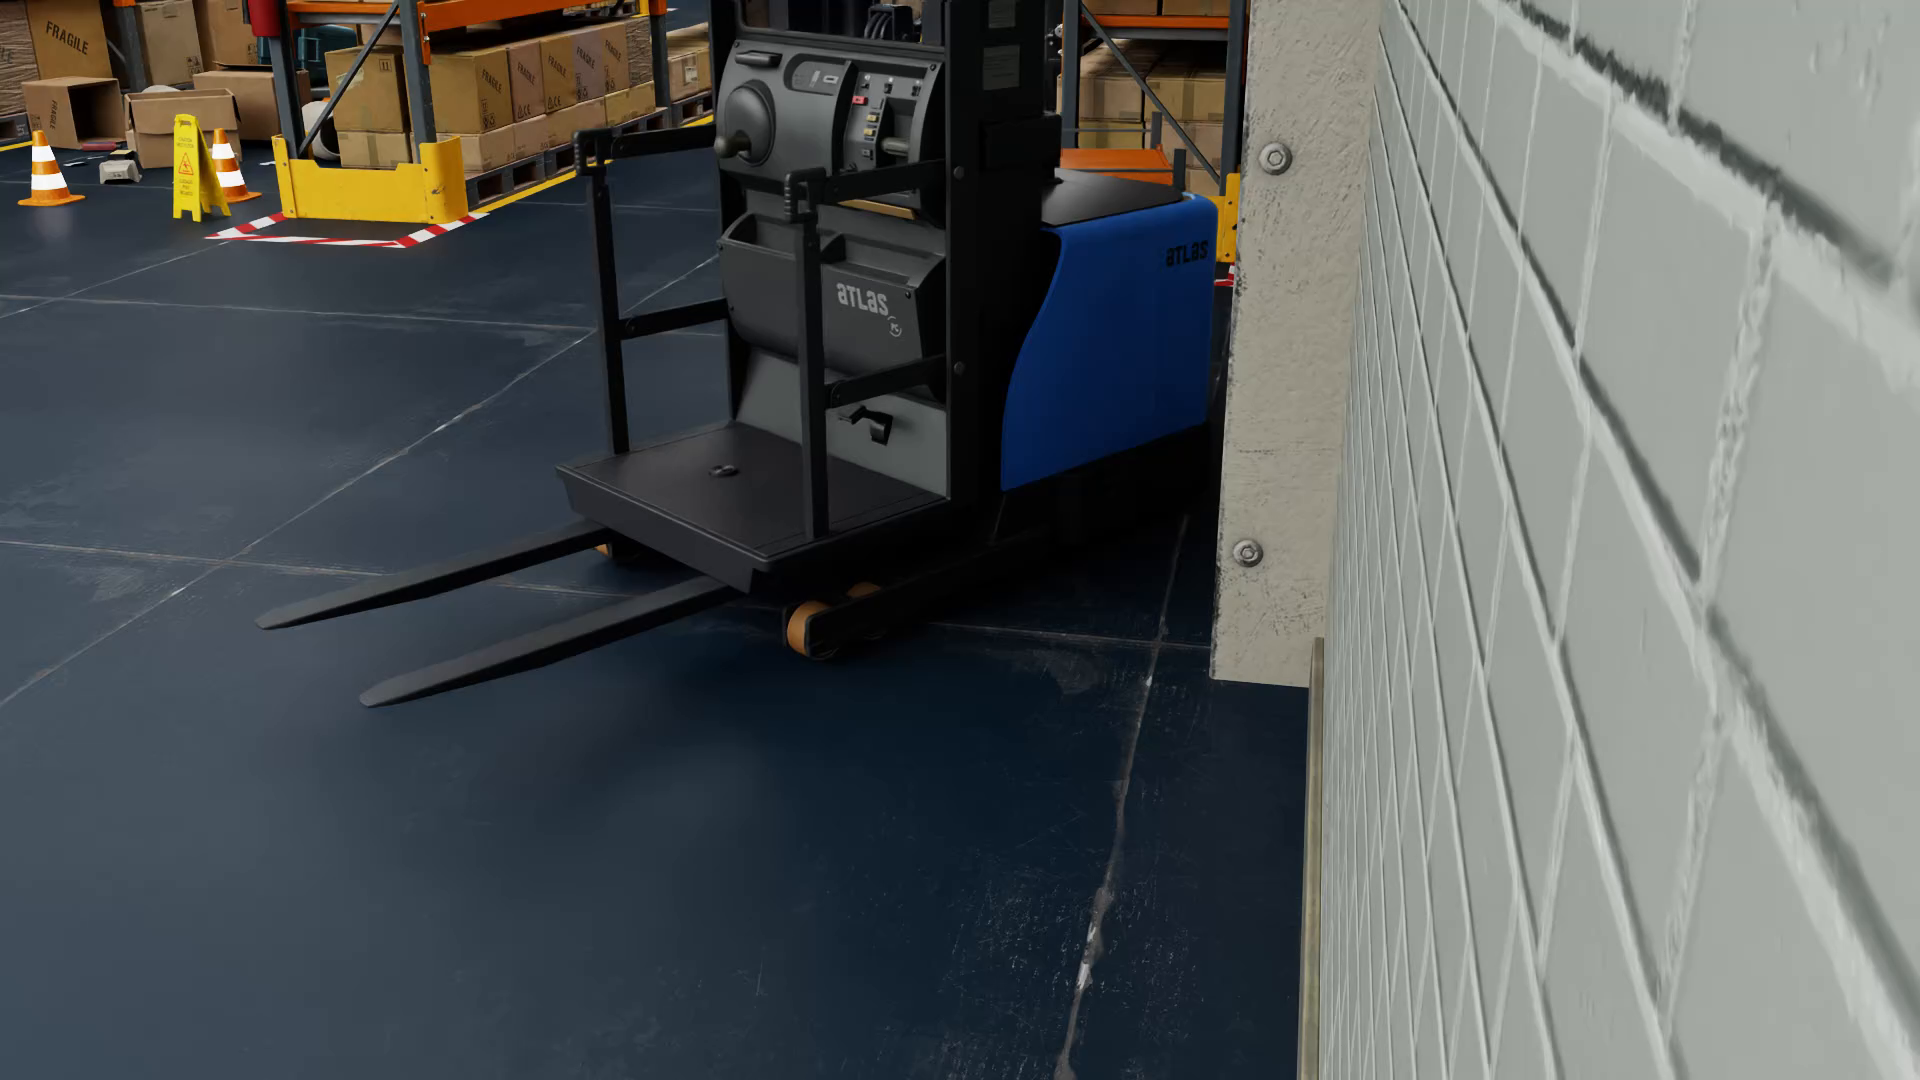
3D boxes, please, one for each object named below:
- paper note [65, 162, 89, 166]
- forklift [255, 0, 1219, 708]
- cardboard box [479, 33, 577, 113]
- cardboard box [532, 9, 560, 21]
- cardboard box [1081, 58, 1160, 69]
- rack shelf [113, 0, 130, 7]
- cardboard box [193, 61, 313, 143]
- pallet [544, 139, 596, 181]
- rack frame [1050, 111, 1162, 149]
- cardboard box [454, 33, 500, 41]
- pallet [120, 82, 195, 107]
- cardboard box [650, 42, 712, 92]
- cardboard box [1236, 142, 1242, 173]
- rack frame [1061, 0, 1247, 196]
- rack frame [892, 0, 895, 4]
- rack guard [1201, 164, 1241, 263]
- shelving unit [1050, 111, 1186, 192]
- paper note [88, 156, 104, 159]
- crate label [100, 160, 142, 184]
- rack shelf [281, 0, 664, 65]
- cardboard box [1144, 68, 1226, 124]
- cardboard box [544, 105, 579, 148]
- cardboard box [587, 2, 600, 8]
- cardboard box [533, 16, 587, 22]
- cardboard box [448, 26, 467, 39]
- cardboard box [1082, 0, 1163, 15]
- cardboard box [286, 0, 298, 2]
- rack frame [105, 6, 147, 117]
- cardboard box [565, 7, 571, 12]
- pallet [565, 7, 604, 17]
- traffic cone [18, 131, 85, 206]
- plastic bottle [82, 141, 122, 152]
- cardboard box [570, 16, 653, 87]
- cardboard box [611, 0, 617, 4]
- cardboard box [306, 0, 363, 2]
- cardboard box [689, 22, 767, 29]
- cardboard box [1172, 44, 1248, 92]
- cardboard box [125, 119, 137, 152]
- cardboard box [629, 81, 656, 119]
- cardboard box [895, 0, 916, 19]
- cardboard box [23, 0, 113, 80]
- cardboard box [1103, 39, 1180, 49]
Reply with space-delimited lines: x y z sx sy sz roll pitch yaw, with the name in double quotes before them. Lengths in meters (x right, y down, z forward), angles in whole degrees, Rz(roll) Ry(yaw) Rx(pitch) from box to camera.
"paper note" -6.675 -2.847 12.564 0.144 0.017 0.142 13 25 29
"forklift" -0.546 -1.238 4.684 3.031 2.935 1.130 -20 29 -40
"cardboard box" -3.130 -3.380 12.026 0.500 0.500 0.500 5 22 12
"cardboard box" -3.435 -4.251 13.319 0.380 0.149 0.250 5 22 12
"cardboard box" 0.965 -2.842 10.354 0.500 0.250 0.500 5 22 12
"rack shelf" -8.240 -4.194 12.895 1.077 0.370 4.000 4 22 11
"cardboard box" -5.719 -3.539 13.466 0.797 0.637 0.503 4 22 11
"pallet" -3.315 -2.930 12.525 1.003 0.211 1.213 4 22 11
"rack frame" 0.600 -1.283 7.212 0.500 1.125 0.032 1 22 1
"cardboard box" -3.661 -3.411 12.103 0.500 0.500 0.500 4 22 10
"pallet" -7.749 -4.254 15.813 1.003 0.211 1.213 4 22 11
"cardboard box" -2.718 -4.350 15.275 0.950 0.372 0.625 6 23 14
"cardboard box" 1.499 -2.346 10.461 0.500 0.250 0.500 5 22 11
"rack frame" 1.078 -3.079 9.163 1.000 3.000 0.127 4 22 11
"rack frame" -1.333 -7.845 20.997 1.000 3.000 0.127 4 22 11
"rack guard" 1.073 -1.911 9.609 1.175 0.500 0.348 4 22 11
"shelving unit" 0.587 -1.093 6.741 0.538 1.125 1.048 1 22 1
"paper note" -6.687 -2.960 12.868 0.032 0.001 0.123 18 28 38
"crate label" -6.013 -2.636 11.896 0.250 0.136 0.298 -7 23 -17
"rack shelf" -3.374 -3.854 12.050 1.077 0.370 4.000 4 22 11
"cardboard box" 1.361 -2.624 9.812 0.500 0.250 0.500 4 22 10
"cardboard box" -3.136 -3.036 12.175 0.500 0.250 0.500 6 23 15
"cardboard box" -5.482 -7.833 24.220 0.380 0.149 0.250 5 22 12
"cardboard box" -3.350 -3.991 13.542 0.500 0.500 0.500 6 23 13
"cardboard box" -3.755 -3.664 11.863 0.380 0.149 0.250 5 23 13
"cardboard box" 0.921 -3.326 9.641 0.500 0.500 0.500 4 22 10
"cardboard box" -7.403 -5.338 17.221 1.050 0.750 0.750 5 22 12
"rack frame" -7.832 -5.259 14.577 1.000 3.000 0.127 4 22 11
"cardboard box" -5.733 -7.556 23.534 0.380 0.149 0.250 4 22 9
"pallet" -5.851 -7.588 24.090 1.003 0.211 1.213 4 22 11
"traffic cone" -6.113 -2.495 11.109 0.336 0.463 0.334 4 22 11
"plastic bottle" -6.806 -3.129 13.222 0.283 0.061 0.133 -3 22 -8
"cardboard box" -2.824 -3.949 13.439 0.500 0.500 0.500 4 22 10
"cardboard box" -5.378 -8.120 24.934 0.380 0.149 0.250 4 22 11
"cardboard box" -3.915 -3.493 10.527 0.380 0.149 0.250 5 23 13
"cardboard box" -2.275 -5.152 17.265 0.950 0.372 0.625 3 22 7
"cardboard box" 1.684 -3.176 11.183 0.500 0.250 0.500 4 22 10
"cardboard box" -6.380 -3.222 13.178 0.396 0.266 0.258 8 23 20
"cardboard box" -2.823 -3.602 13.579 0.500 0.250 0.500 5 23 13
"cardboard box" -1.100 -7.073 21.947 0.875 0.438 0.875 4 22 10
"cardboard box" -8.029 -4.244 14.338 0.875 0.875 0.875 5 22 12
"cardboard box" 1.284 -3.403 11.748 0.500 0.250 0.500 5 23 13
